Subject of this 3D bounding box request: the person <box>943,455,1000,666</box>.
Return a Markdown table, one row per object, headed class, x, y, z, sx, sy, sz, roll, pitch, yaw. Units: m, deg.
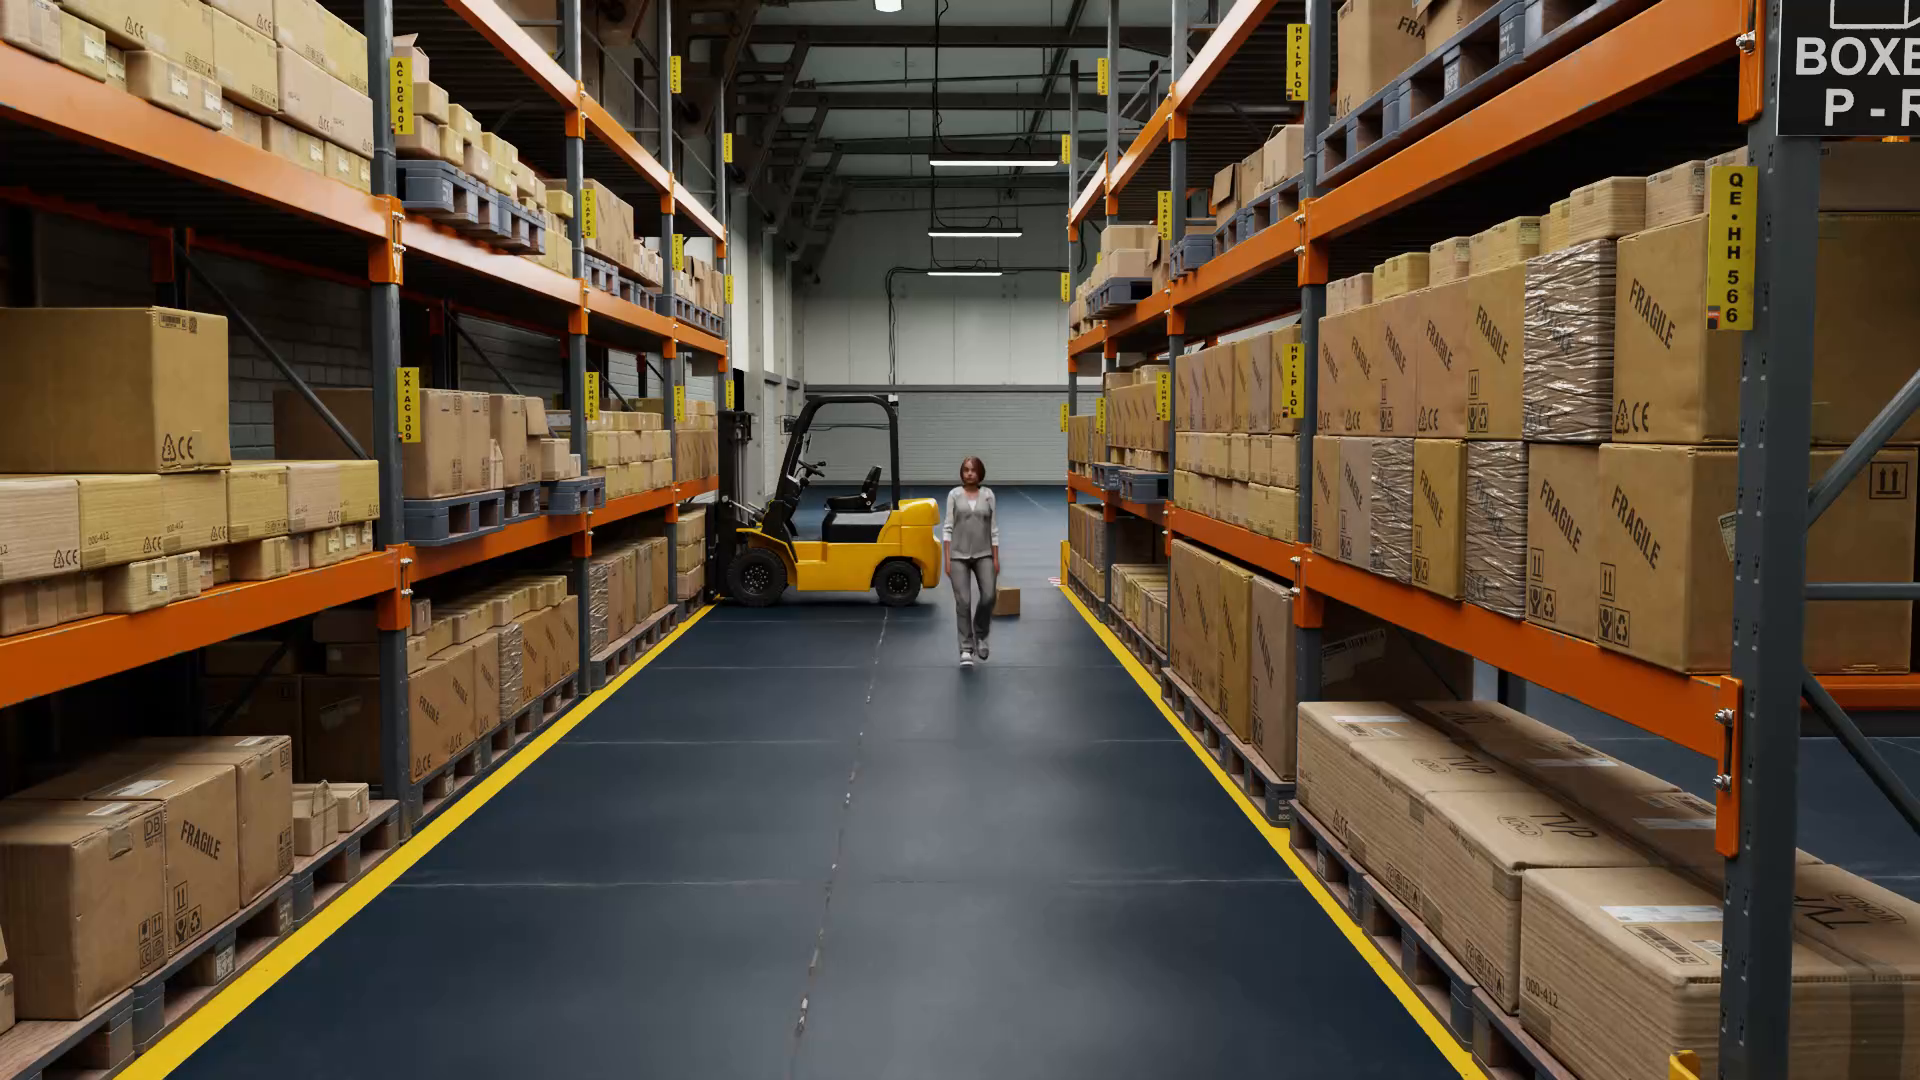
| class | x | y | z | sx | sy | sz | roll | pitch | yaw |
| --- | --- | --- | --- | --- | --- | --- | --- | --- | --- |
| person | 0.088 | 0.157 | 12.598 | 0.436 | 1.591 | 0.417 | 0 | 4 | -2 |
